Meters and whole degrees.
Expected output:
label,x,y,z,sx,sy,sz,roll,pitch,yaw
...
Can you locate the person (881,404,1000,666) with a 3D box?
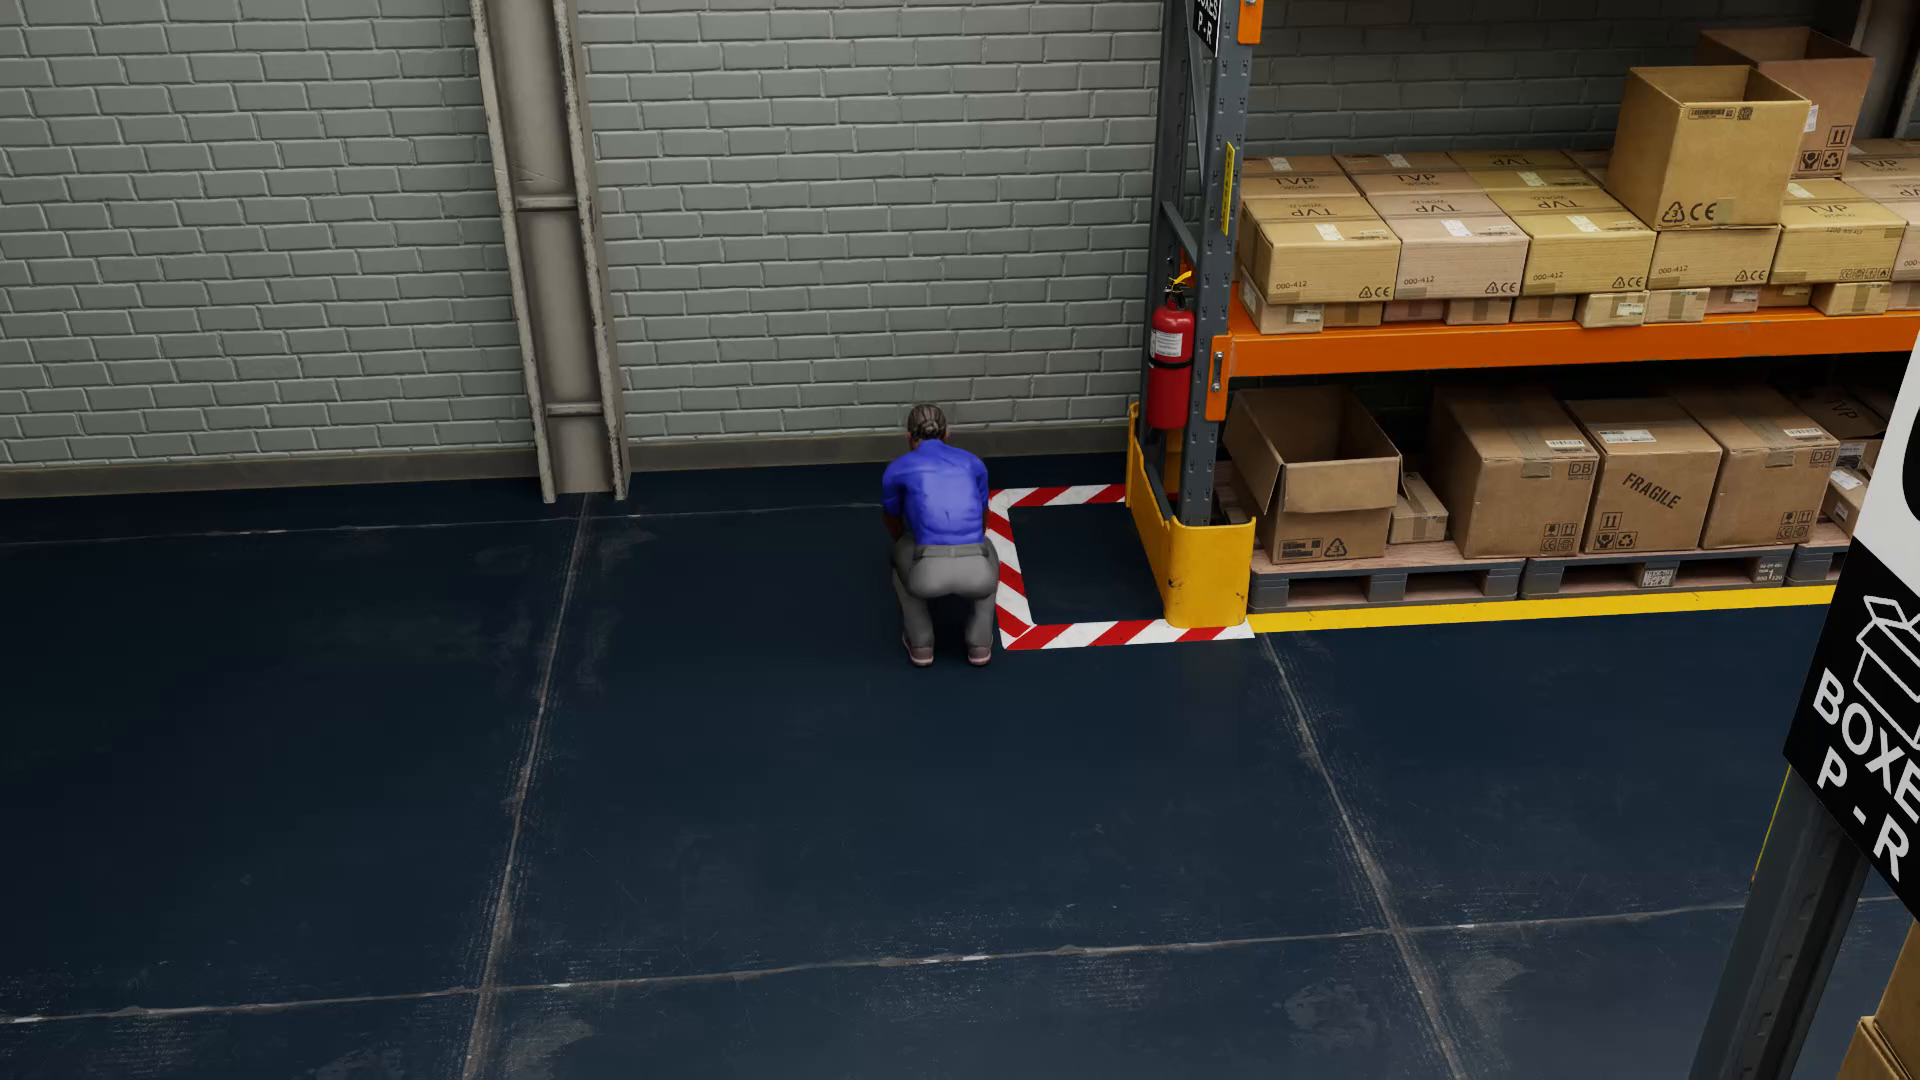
label,x,y,z,sx,sy,sz,roll,pitch,yaw
person,-0.077,-0.012,6.853,0.482,0.946,0.822,-2,31,-3
